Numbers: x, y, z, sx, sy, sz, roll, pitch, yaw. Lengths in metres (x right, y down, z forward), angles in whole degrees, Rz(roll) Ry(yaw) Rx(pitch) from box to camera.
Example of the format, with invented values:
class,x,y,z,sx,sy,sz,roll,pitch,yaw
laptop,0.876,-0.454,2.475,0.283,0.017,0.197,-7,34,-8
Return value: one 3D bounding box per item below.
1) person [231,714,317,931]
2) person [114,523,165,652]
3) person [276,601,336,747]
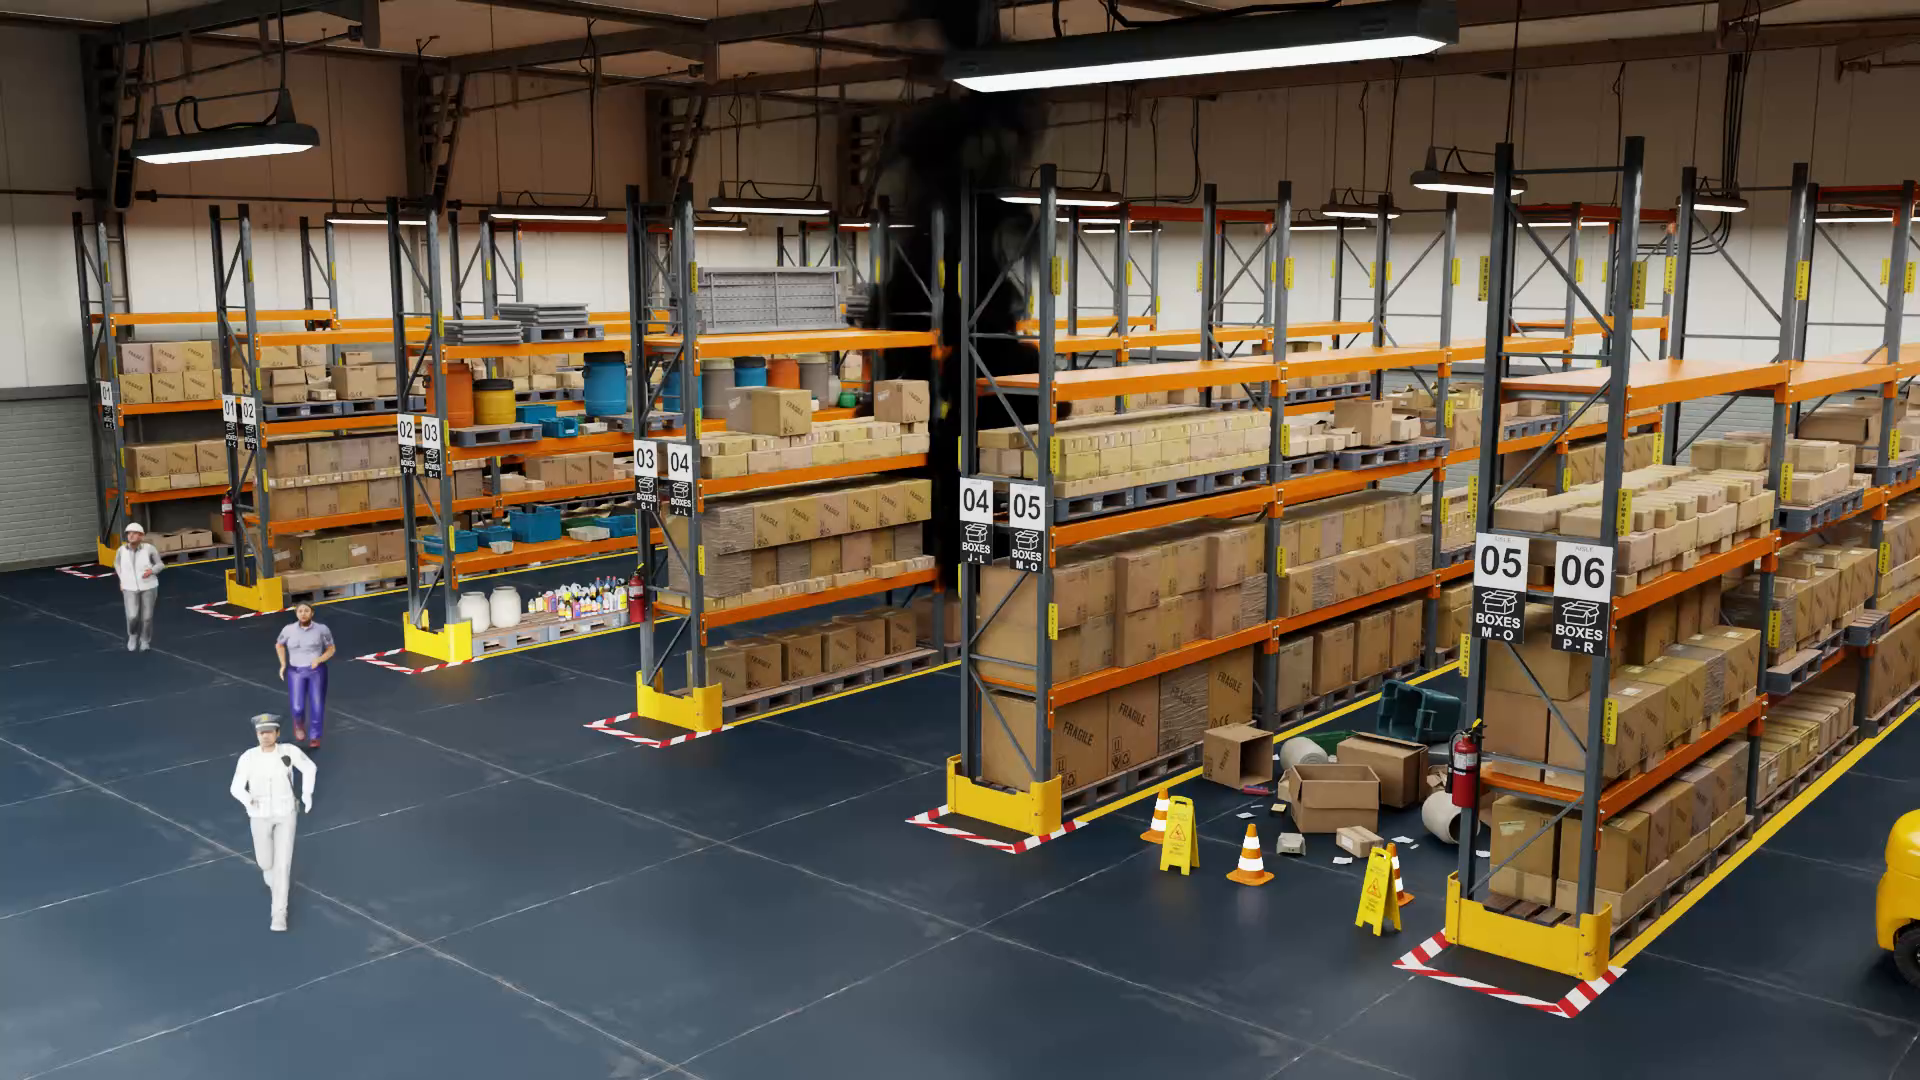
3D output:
class,x,y,z,sx,sy,sz,roll,pitch,yaw
person,-5.423,2.174,13.176,0.630,1.656,0.949,-3,10,-19
person,-10.916,0.640,22.124,0.639,1.744,0.645,-3,10,-19
person,-6.958,1.457,17.722,0.604,1.585,0.559,-3,10,-19
